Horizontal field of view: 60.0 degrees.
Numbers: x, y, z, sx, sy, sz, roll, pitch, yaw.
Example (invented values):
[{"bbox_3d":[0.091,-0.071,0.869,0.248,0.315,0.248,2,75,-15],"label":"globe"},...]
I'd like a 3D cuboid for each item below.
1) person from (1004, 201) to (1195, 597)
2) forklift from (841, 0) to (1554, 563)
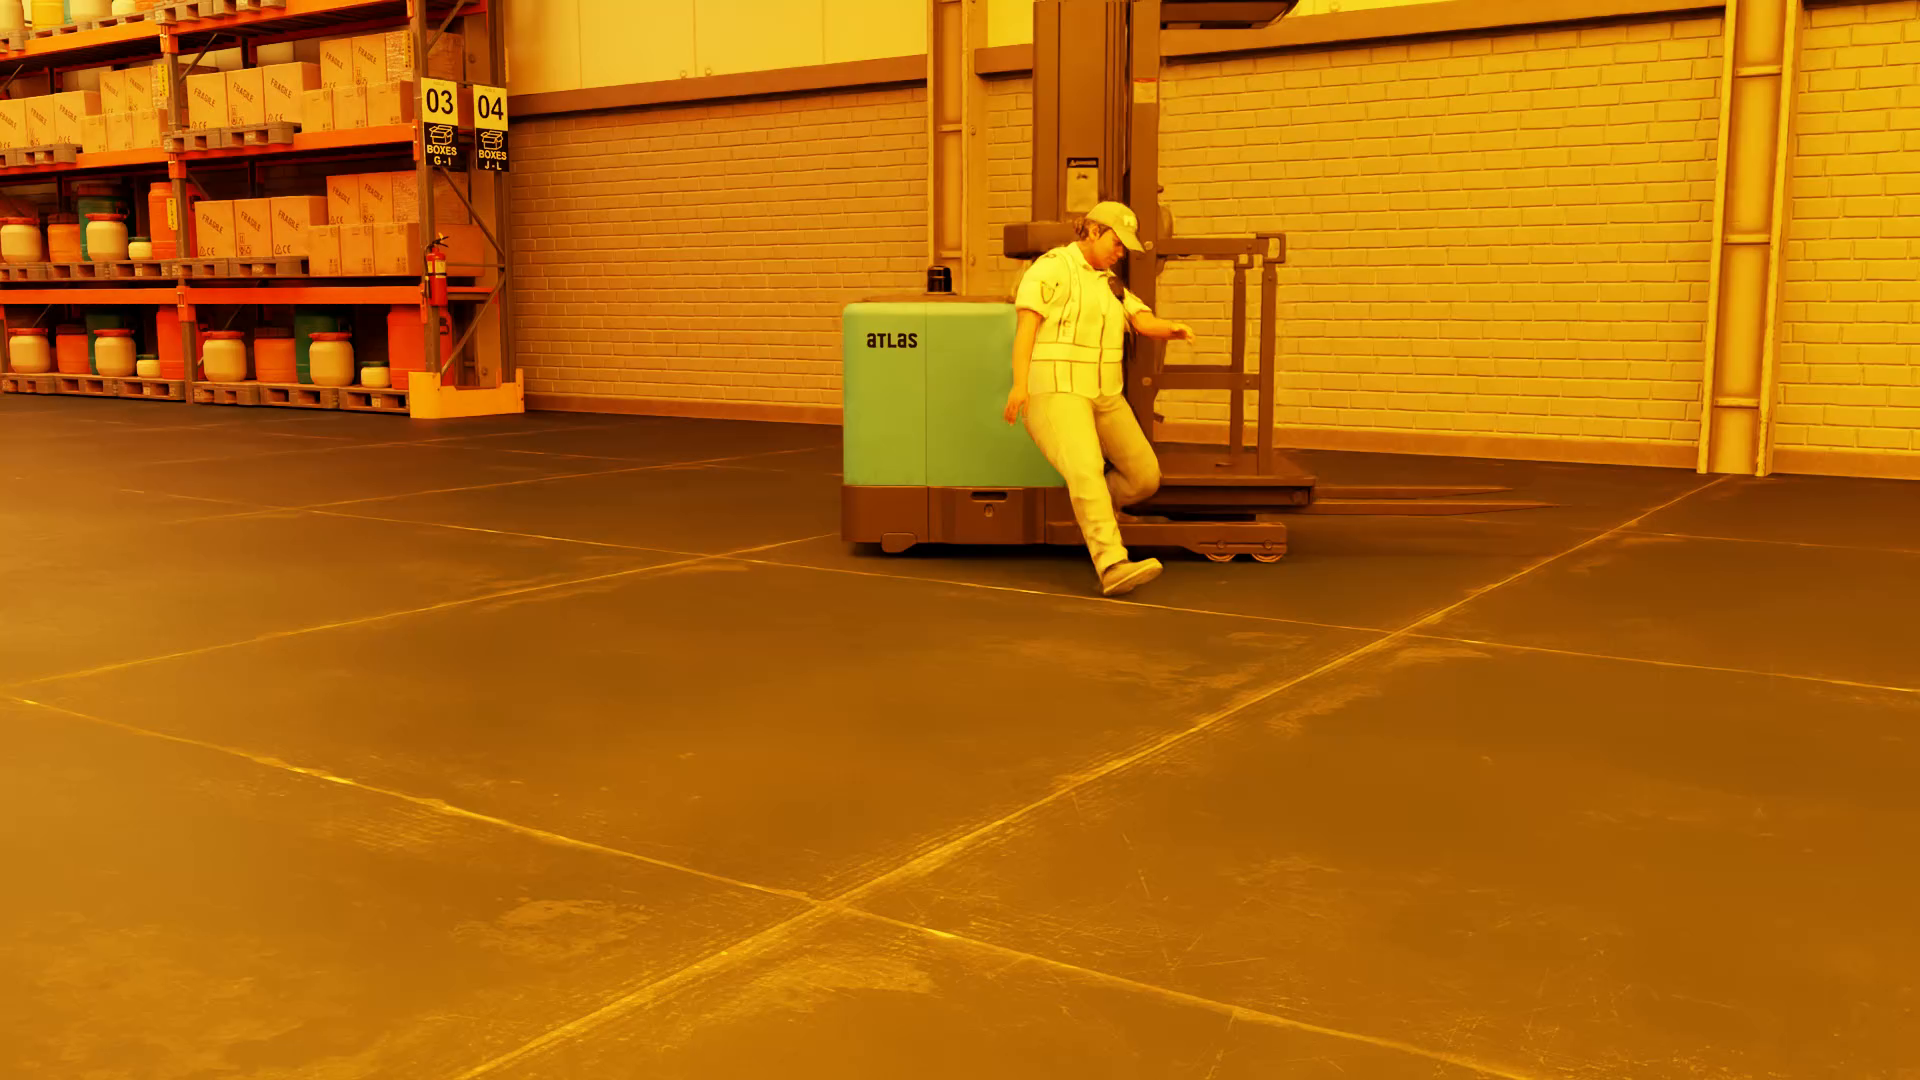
[{"bbox_3d":[0.605,-0.574,6.467,0.916,1.476,1.072,-7,11,-39],"label":"person"},{"bbox_3d":[1.025,-1.433,7.273,3.031,2.935,1.130,0,8,2],"label":"forklift"}]
